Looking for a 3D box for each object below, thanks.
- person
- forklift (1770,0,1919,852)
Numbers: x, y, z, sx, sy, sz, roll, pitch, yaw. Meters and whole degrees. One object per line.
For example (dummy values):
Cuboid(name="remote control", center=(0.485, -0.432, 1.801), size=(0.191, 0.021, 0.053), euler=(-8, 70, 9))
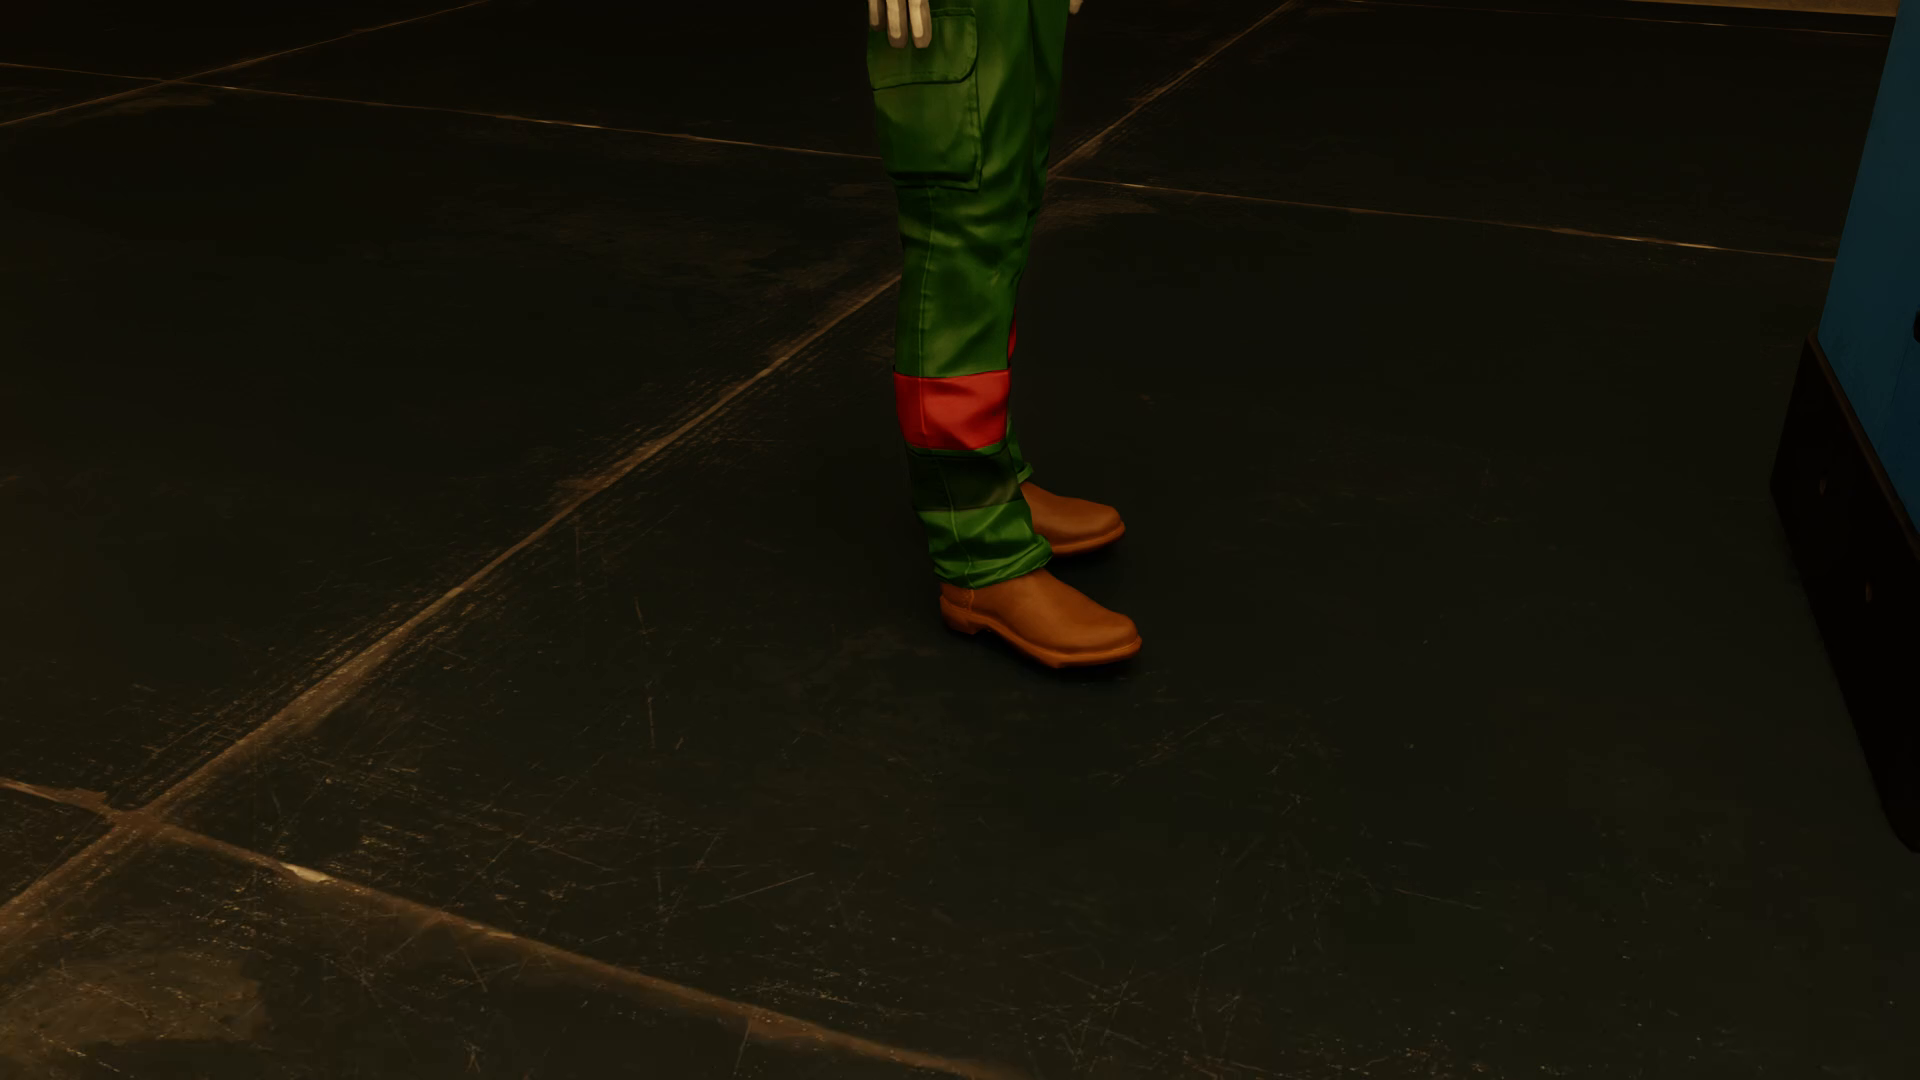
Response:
Cuboid(name="person", center=(0.070, -0.782, 2.049), size=(0.562, 1.787, 0.637), euler=(11, 29, 20))
Cuboid(name="forklift", center=(2.560, -0.943, 1.131), size=(3.031, 2.935, 1.130), euler=(7, 28, 14))
